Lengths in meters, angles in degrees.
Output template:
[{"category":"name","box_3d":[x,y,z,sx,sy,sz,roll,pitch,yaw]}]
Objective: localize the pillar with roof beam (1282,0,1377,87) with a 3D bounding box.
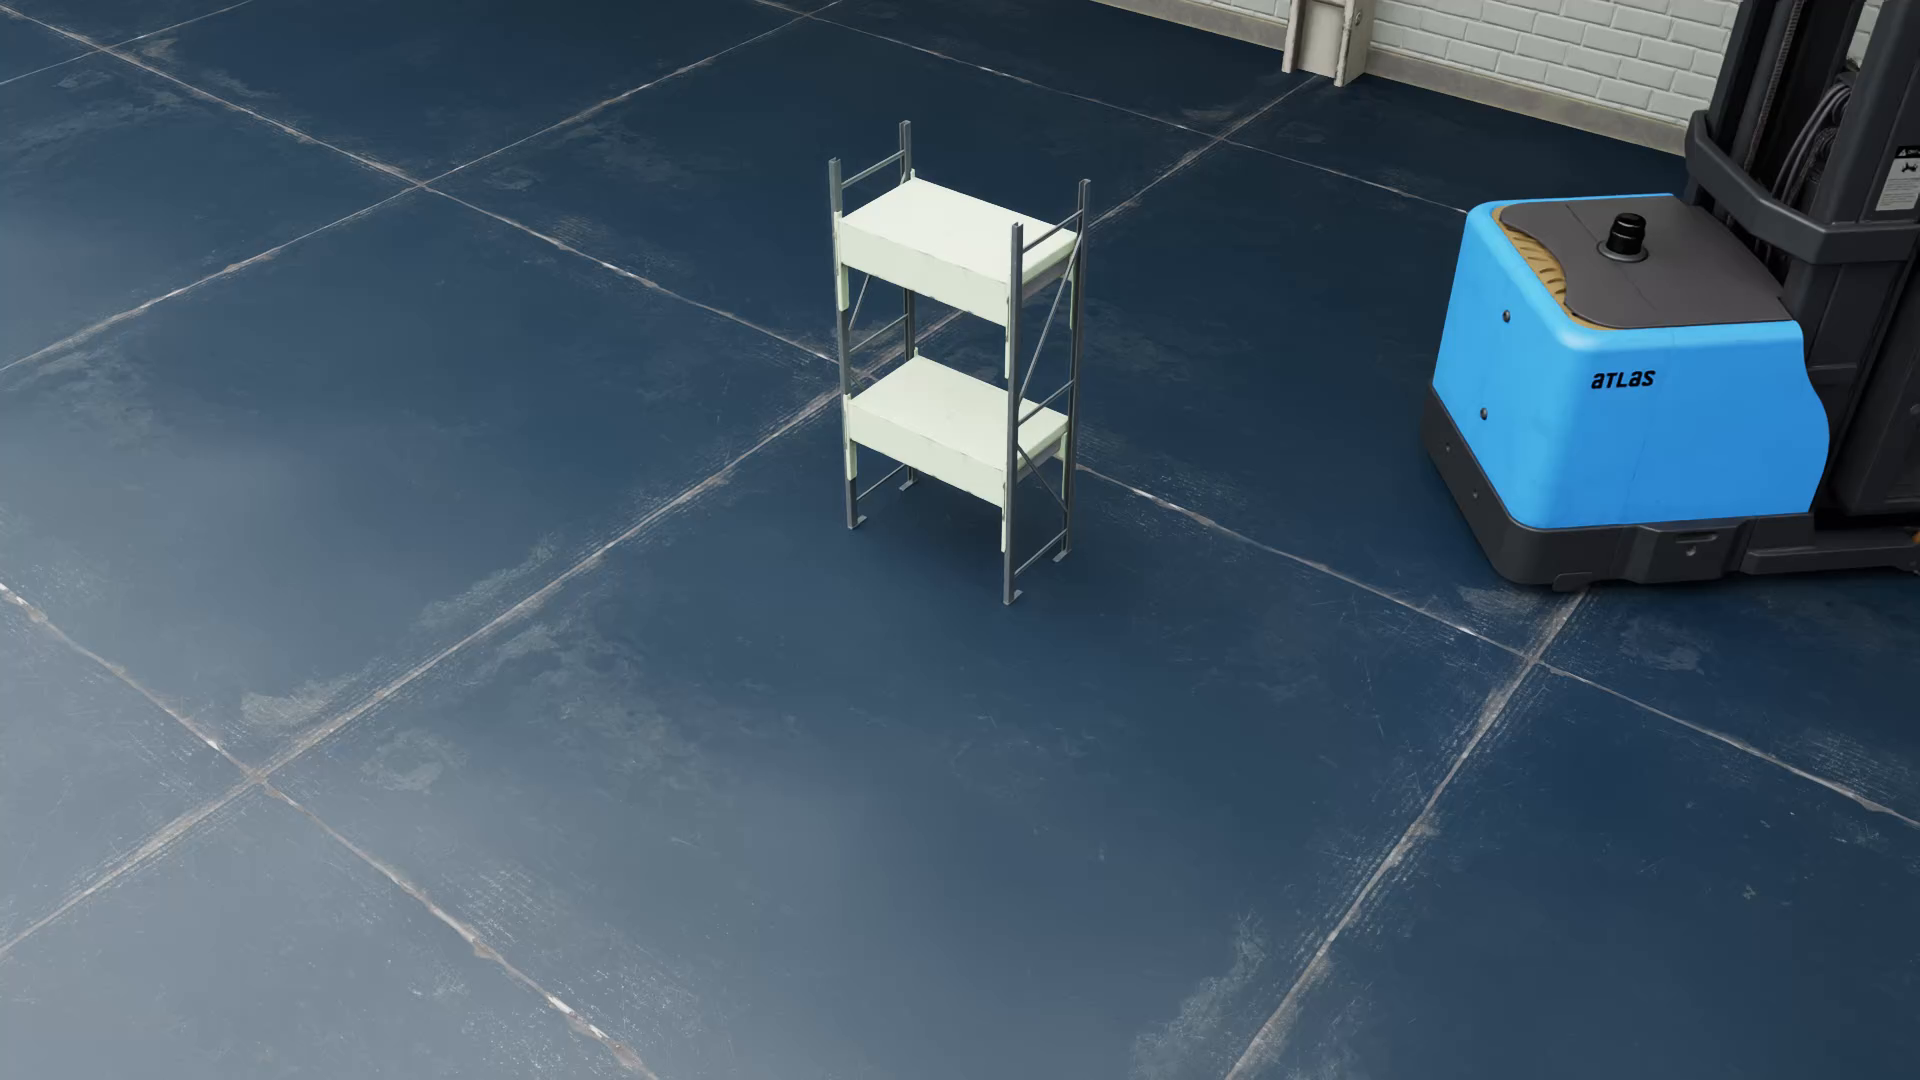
[{"category":"pillar with roof beam","box_3d":[-0.477,-4.195,4.309,0.400,9.000,9.100,25,45,29]}]

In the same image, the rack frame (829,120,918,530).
[{"category":"rack frame","box_3d":[-0.296,-0.730,5.966,0.023,1.500,0.400,25,45,29]}]

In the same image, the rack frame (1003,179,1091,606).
[{"category":"rack frame","box_3d":[0.285,-0.456,5.616,0.023,1.500,0.400,25,45,29]}]

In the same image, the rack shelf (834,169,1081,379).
[{"category":"rack shelf","box_3d":[-0.005,-0.900,5.550,0.720,0.370,0.431,25,45,29]}]

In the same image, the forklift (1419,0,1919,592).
[{"category":"forklift","box_3d":[3.391,-1.348,5.594,3.031,2.935,1.130,-4,38,-5]}]

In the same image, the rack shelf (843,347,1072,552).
[{"category":"rack shelf","box_3d":[-0.005,-0.336,5.992,0.720,0.370,0.431,25,45,29]}]

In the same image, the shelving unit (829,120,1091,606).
[{"category":"shelving unit","box_3d":[-0.005,-0.593,5.791,0.755,1.500,0.431,25,45,29]}]
